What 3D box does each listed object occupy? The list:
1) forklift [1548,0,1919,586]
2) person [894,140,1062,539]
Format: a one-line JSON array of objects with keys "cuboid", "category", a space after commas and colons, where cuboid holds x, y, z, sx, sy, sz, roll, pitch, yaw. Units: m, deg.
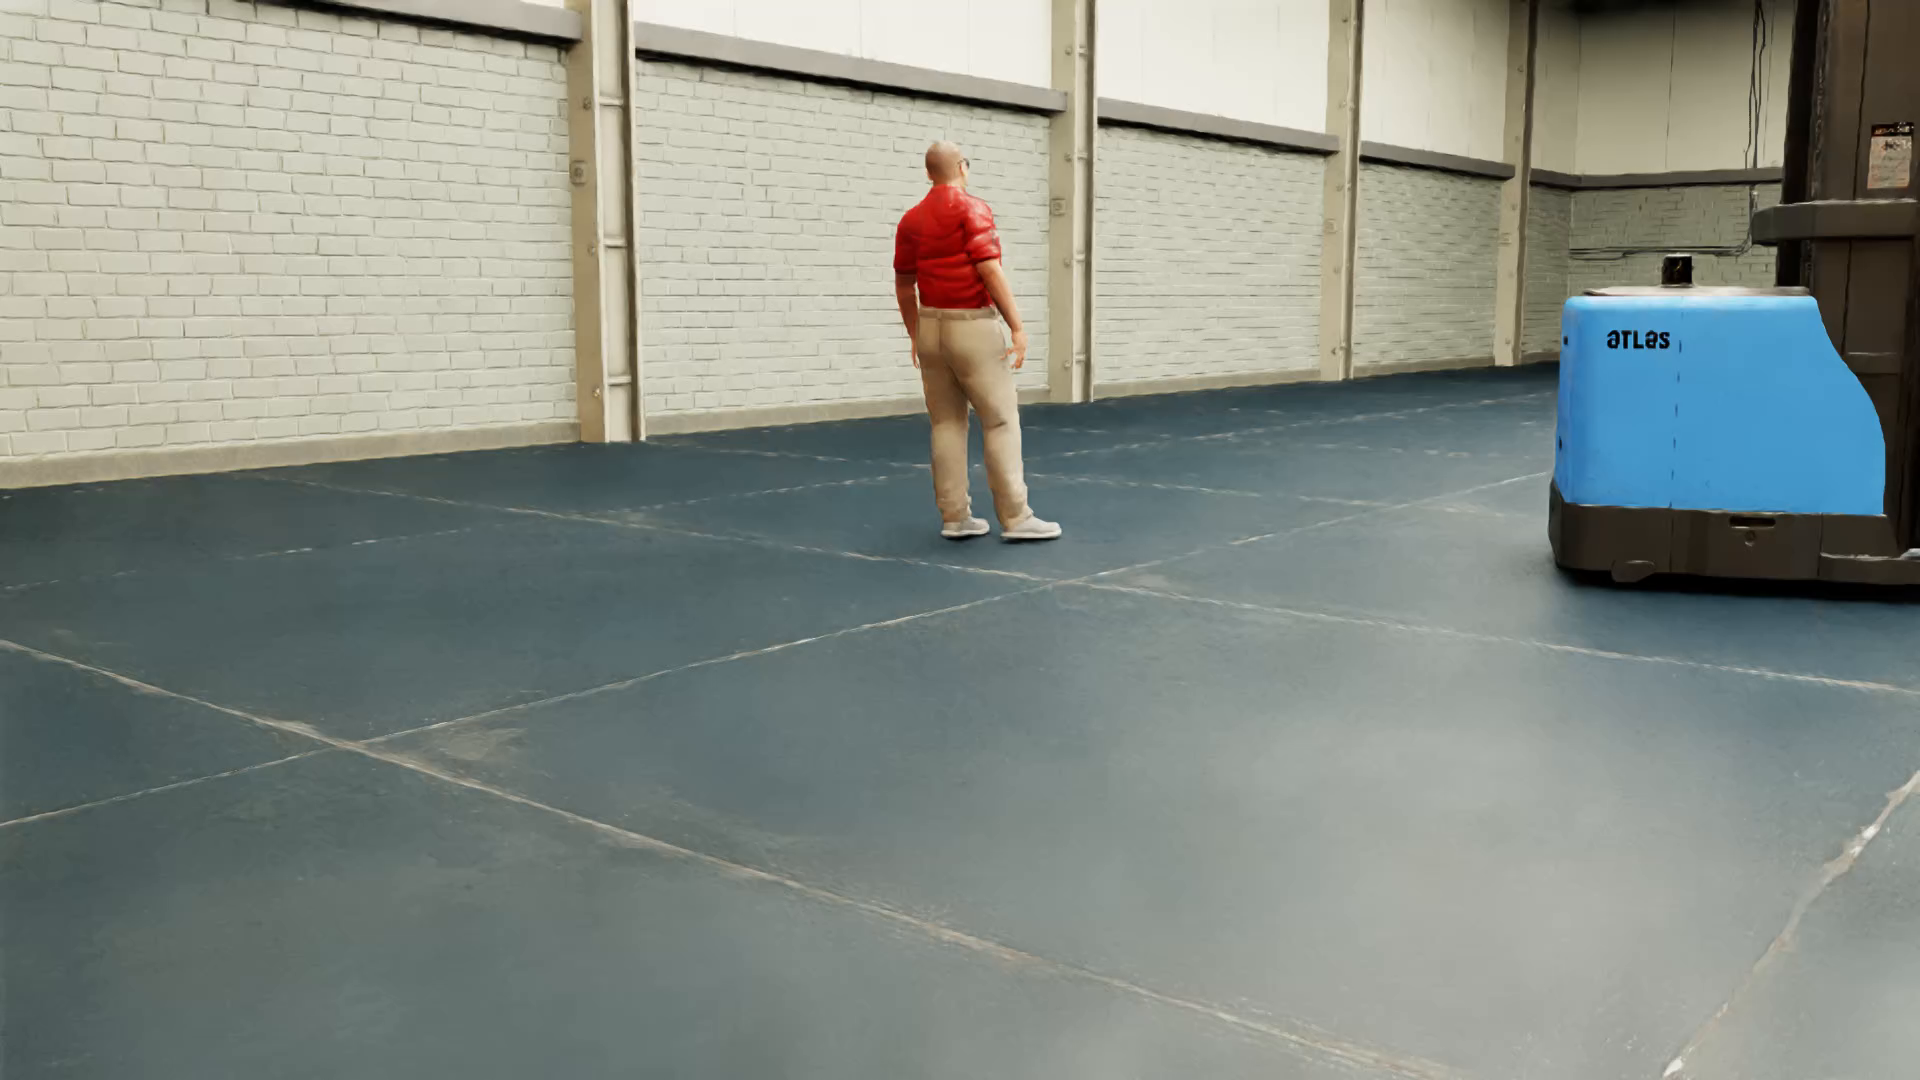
[{"cuboid": [3.831, -1.282, 6.044, 3.031, 2.935, 1.130, 3, 9, 17], "category": "forklift"}, {"cuboid": [0.066, -0.872, 7.340, 0.640, 1.727, 0.550, 7, 11, 38], "category": "person"}]
